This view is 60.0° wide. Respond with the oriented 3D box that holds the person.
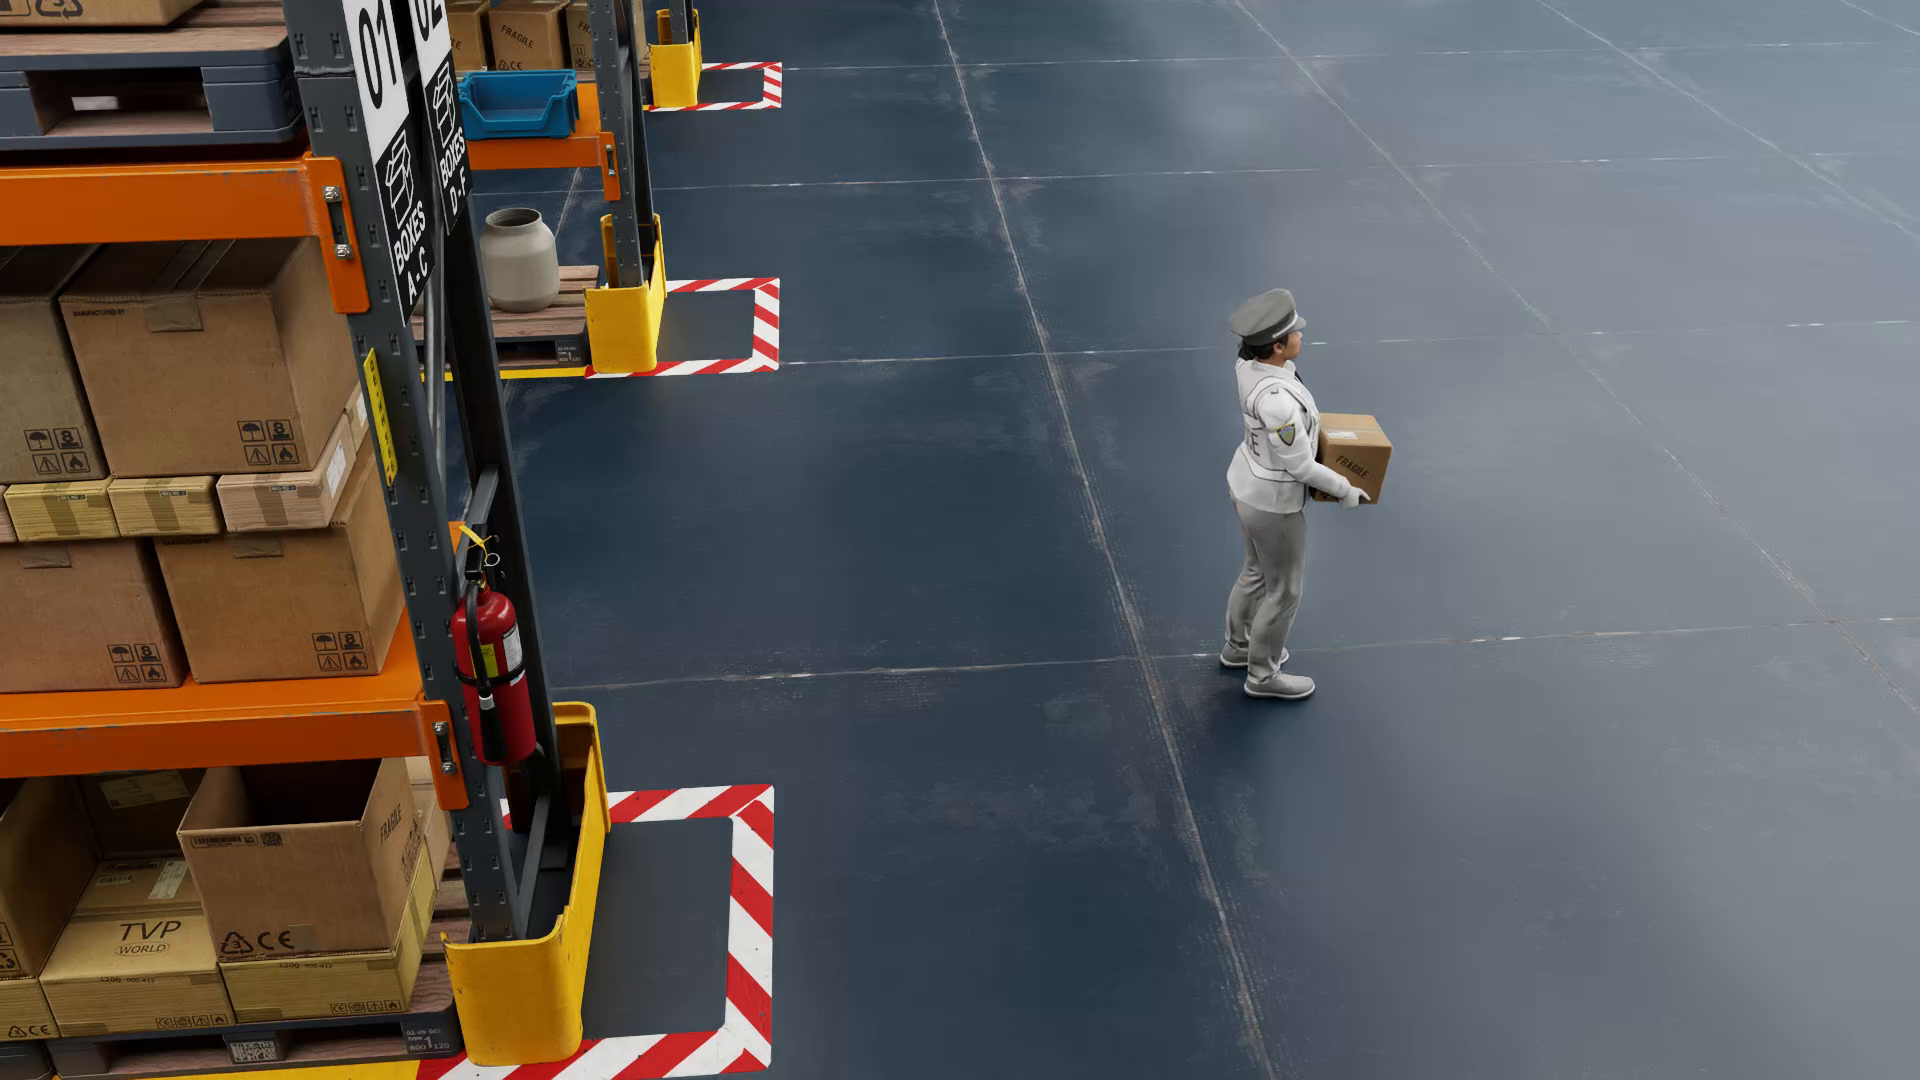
[{"bbox_3d":[1.252,-0.162,6.374,0.555,1.687,0.461,-3,31,-4],"label":"person"}]
